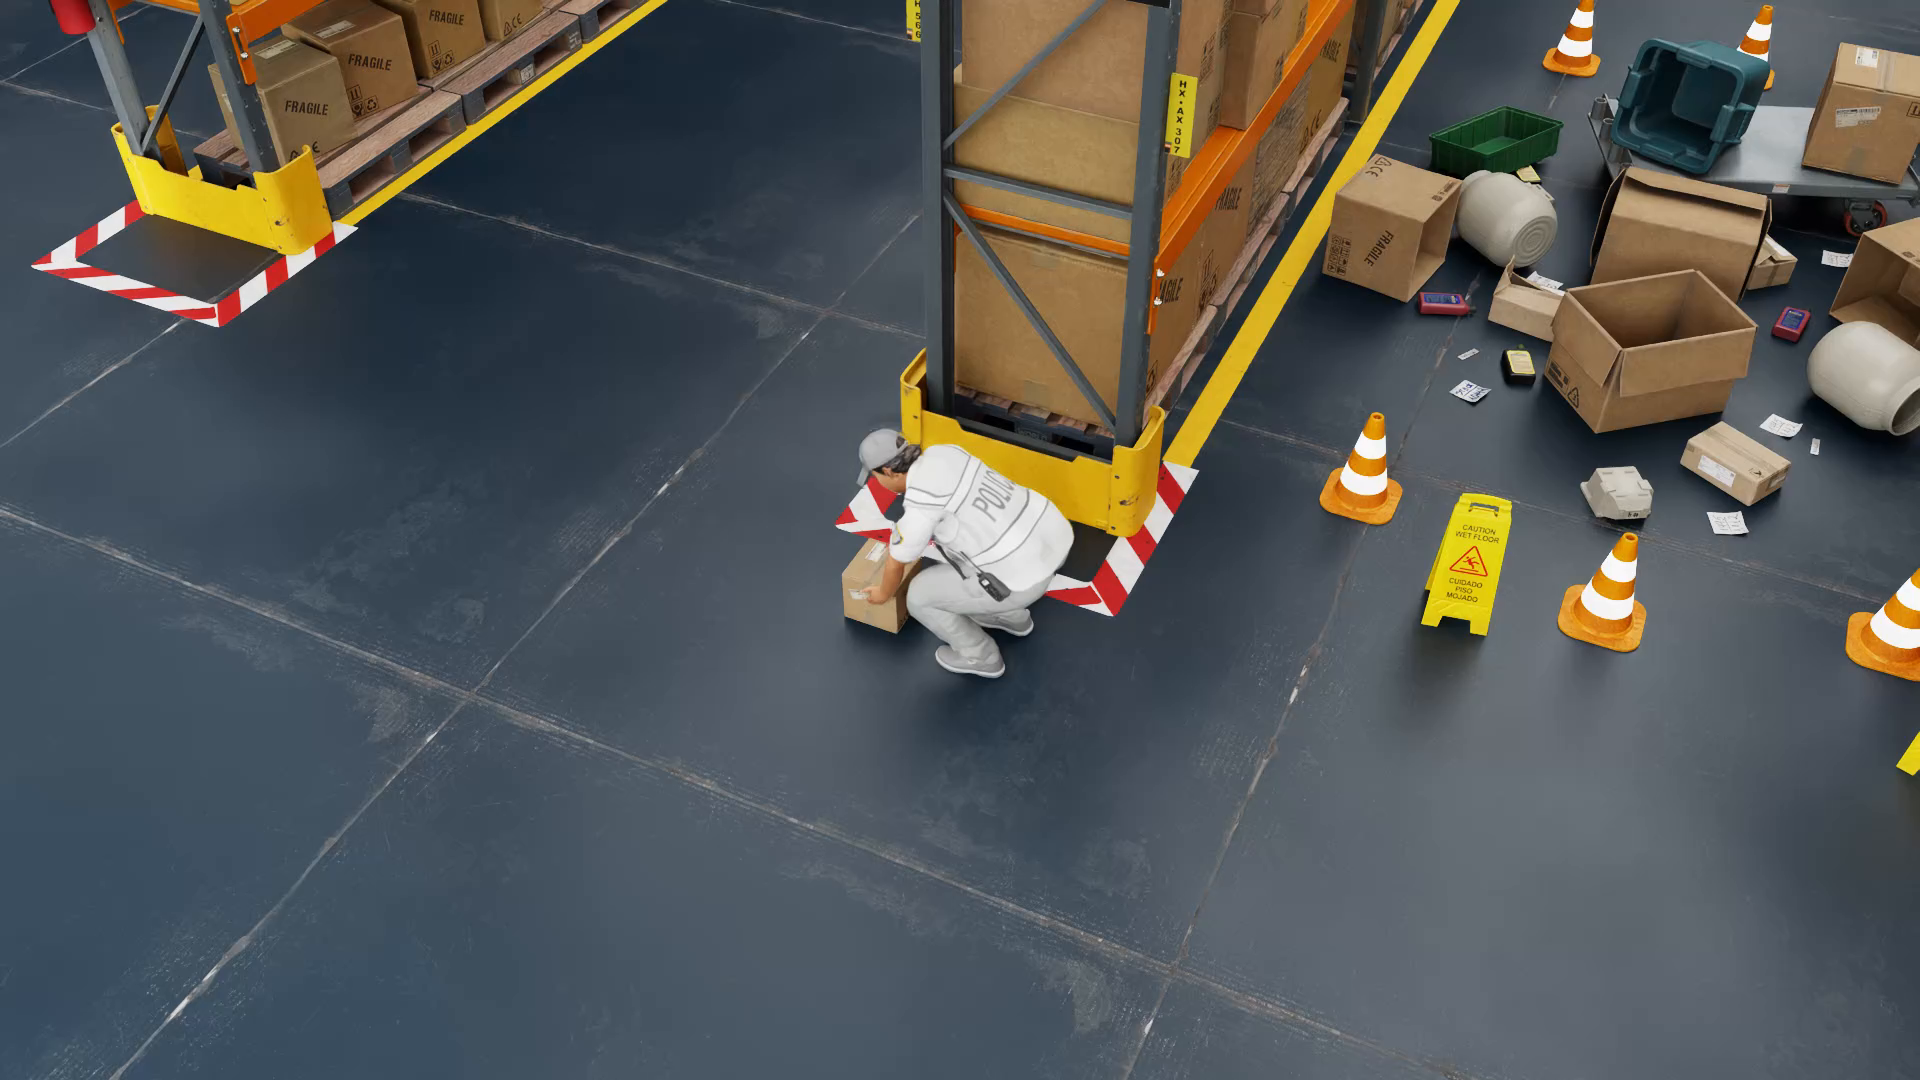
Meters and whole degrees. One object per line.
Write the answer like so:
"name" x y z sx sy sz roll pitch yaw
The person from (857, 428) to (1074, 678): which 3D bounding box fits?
"person" 0.001 0.040 6.602 0.826 1.016 0.527 18 45 19
